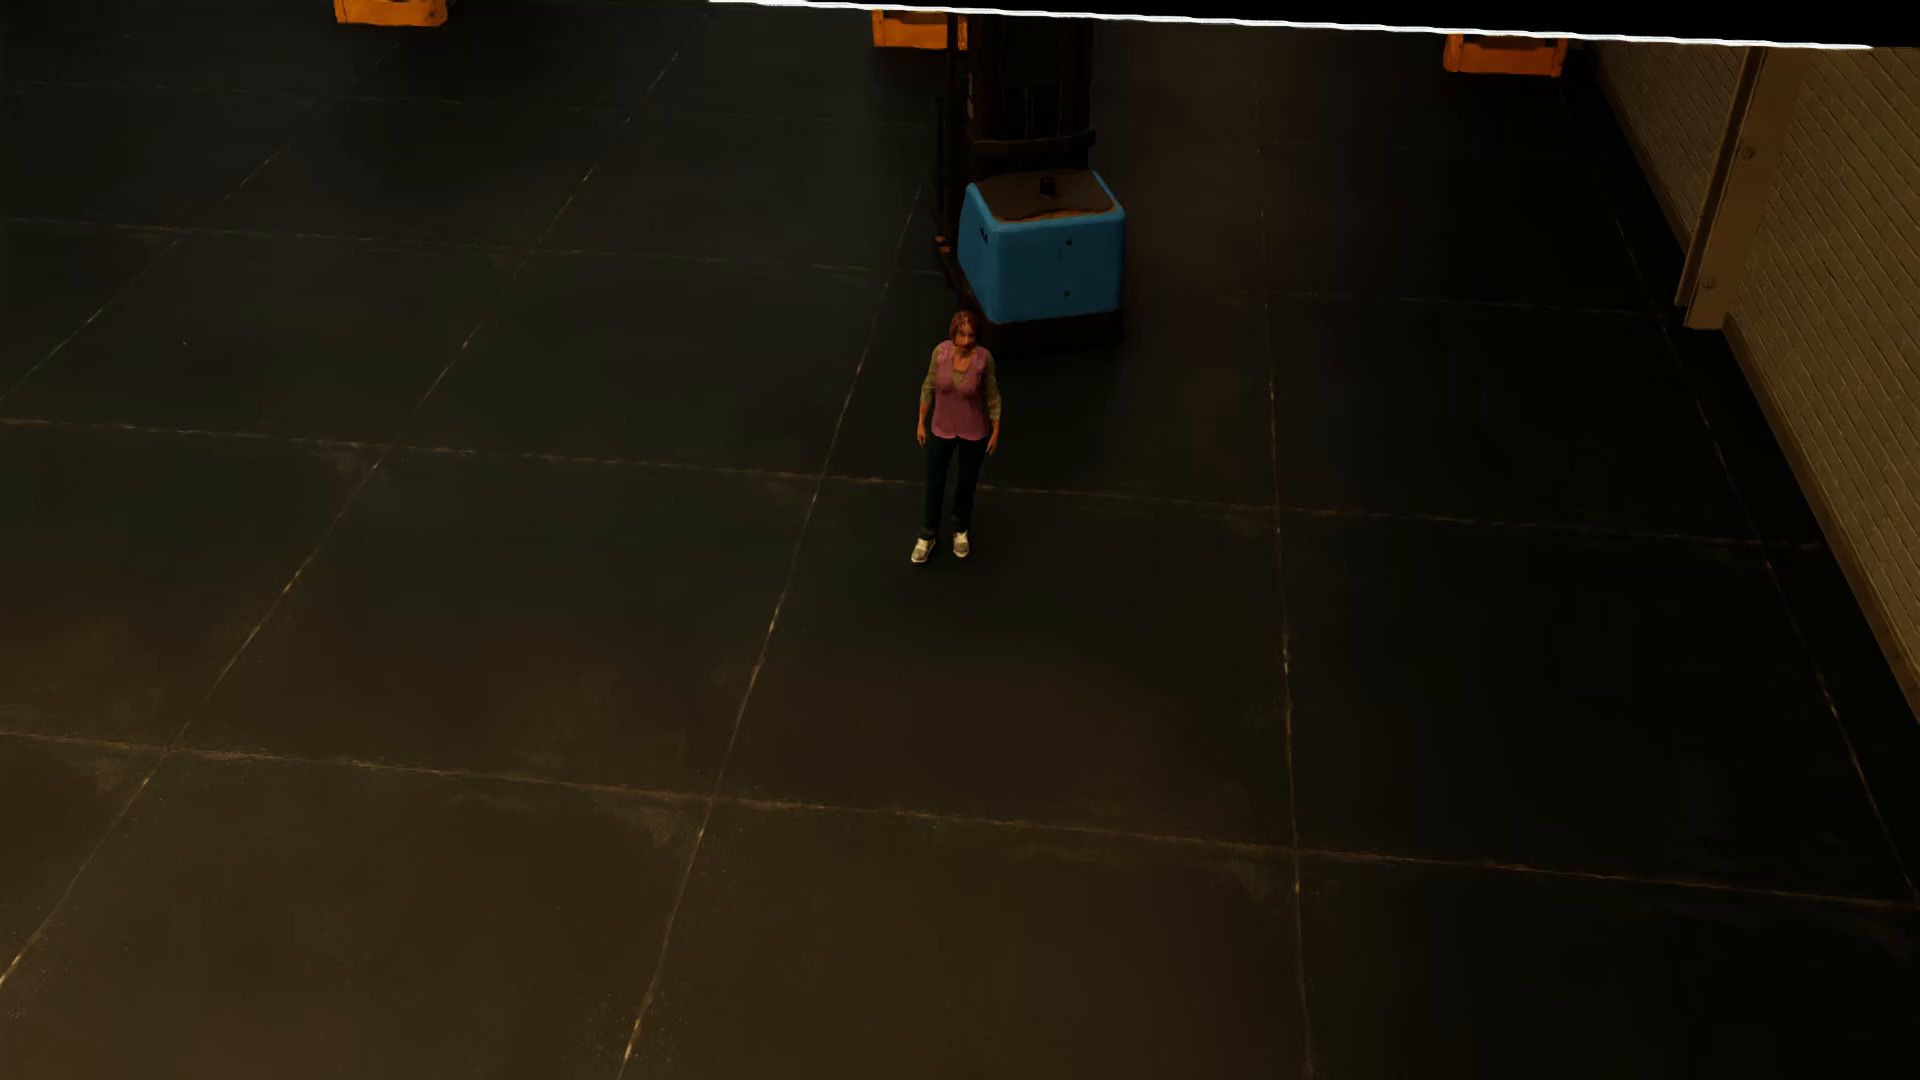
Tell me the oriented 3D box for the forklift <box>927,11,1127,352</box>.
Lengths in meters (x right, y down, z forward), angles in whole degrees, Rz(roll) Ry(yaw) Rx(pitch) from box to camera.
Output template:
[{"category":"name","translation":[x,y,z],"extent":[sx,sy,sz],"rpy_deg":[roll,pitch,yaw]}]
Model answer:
[{"category":"forklift","translation":[0.383,-3.439,12.695],"extent":[1.130,2.935,3.031],"rpy_deg":[-8,37,-10]}]

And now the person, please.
[{"category":"person","translation":[-0.023,-0.604,9.965],"extent":[0.520,1.594,0.474],"rpy_deg":[4,37,6]}]
